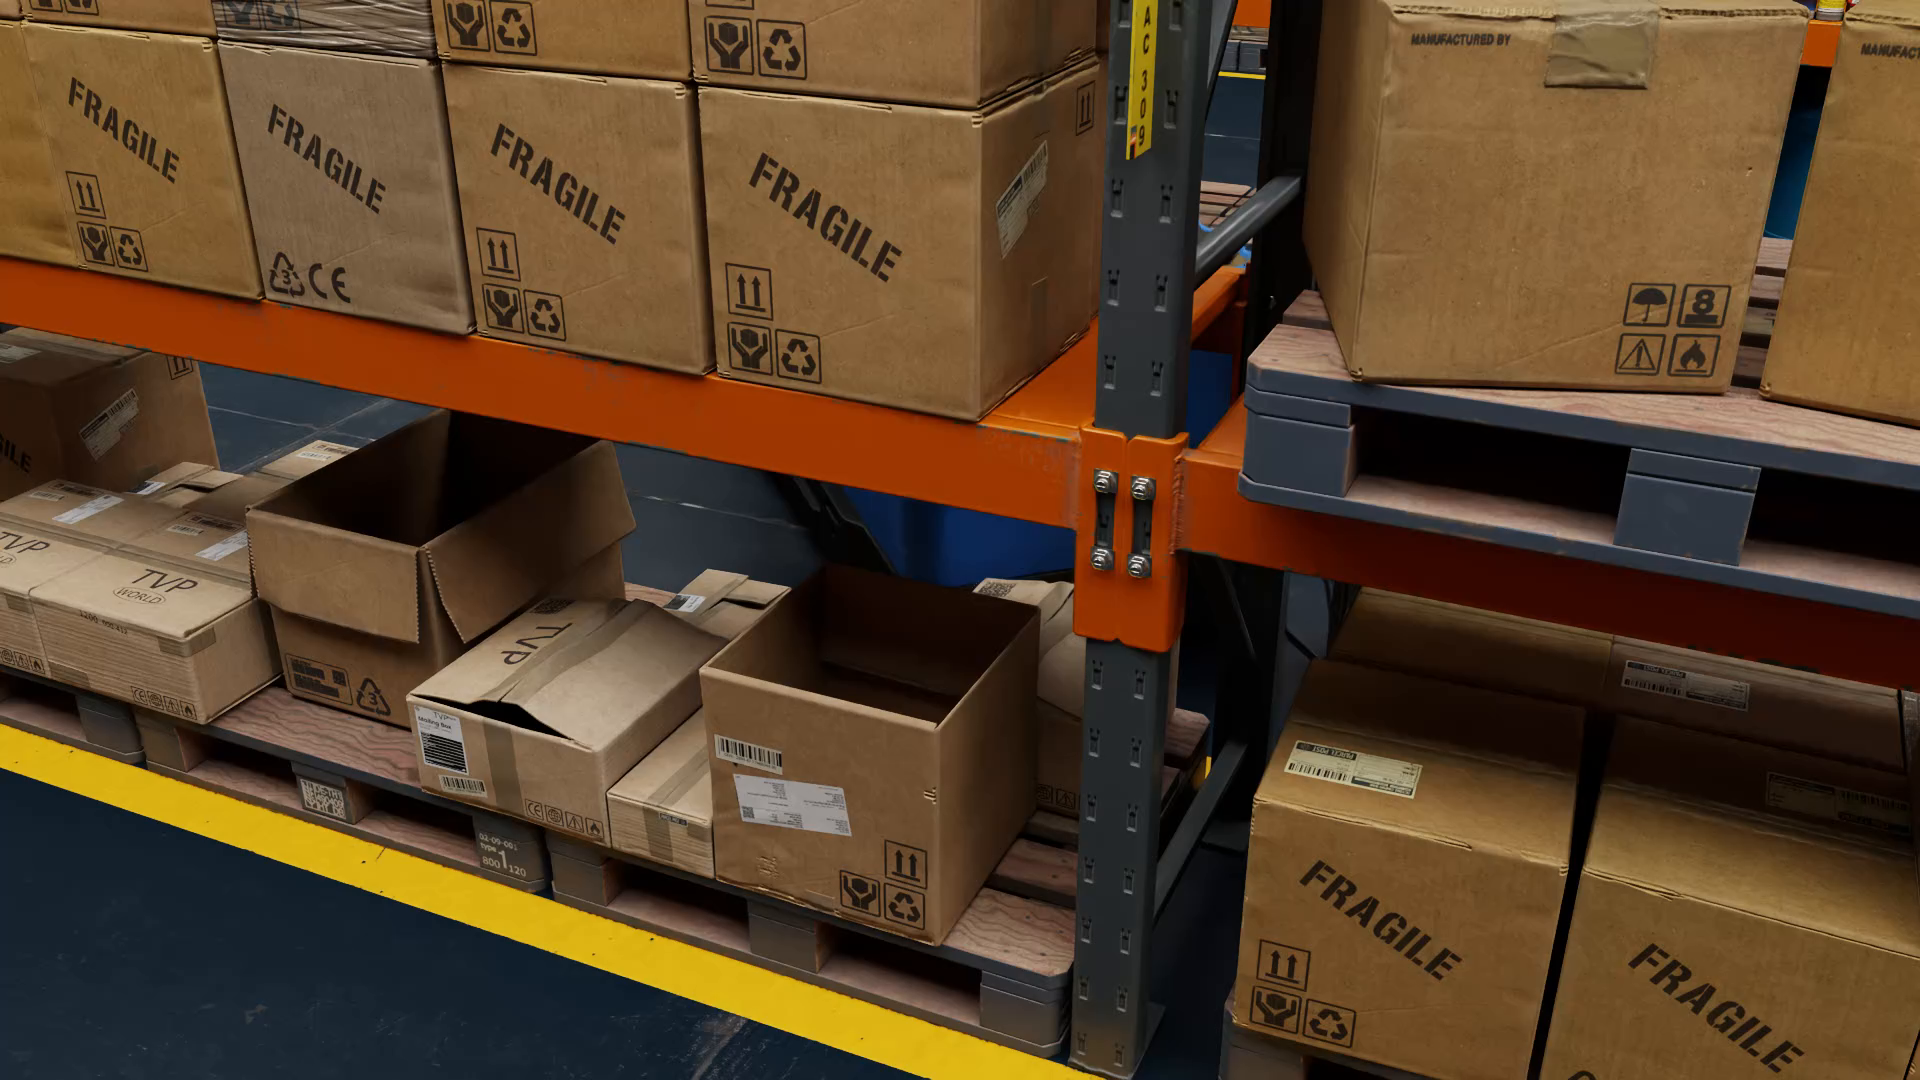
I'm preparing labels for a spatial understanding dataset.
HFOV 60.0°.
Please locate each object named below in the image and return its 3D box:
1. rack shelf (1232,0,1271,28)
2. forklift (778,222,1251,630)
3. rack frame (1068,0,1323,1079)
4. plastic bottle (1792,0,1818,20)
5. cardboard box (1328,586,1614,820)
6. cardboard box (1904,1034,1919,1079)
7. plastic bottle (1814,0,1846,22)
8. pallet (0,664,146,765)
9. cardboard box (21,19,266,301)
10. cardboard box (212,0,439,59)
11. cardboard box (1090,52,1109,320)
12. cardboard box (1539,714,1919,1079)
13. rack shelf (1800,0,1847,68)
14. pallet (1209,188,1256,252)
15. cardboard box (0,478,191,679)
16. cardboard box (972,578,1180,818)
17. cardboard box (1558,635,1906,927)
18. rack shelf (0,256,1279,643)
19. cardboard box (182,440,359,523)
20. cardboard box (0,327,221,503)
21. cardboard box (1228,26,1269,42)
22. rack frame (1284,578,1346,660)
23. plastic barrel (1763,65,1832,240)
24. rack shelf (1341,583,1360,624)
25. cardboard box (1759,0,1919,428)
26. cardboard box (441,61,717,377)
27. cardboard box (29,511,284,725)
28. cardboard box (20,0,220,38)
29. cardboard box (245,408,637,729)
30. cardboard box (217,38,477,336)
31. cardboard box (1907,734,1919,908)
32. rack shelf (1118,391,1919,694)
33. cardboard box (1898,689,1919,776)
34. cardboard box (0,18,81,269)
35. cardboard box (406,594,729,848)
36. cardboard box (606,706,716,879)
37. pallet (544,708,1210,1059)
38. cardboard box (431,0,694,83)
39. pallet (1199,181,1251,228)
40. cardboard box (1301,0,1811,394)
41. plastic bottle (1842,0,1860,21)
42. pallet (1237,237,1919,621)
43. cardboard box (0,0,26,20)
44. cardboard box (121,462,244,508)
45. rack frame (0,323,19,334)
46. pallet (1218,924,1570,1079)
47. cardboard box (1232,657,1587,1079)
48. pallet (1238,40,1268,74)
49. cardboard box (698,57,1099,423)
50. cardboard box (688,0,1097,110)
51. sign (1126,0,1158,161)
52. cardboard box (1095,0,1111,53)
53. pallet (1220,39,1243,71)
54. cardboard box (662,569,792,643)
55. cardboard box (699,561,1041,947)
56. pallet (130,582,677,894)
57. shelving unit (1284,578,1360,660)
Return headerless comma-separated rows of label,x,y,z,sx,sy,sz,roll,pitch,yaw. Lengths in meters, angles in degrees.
rack shelf,0.705,-2.557,7.863,4.000,0.370,1.077,11,28,22
forklift,-0.115,-1.599,5.180,1.130,2.935,3.031,-8,27,-17
rack frame,0.471,-0.523,2.917,0.127,3.000,1.000,11,28,22
plastic bottle,3.216,-2.120,6.305,0.097,0.271,0.097,0,26,0
cardboard box,1.039,0.376,3.423,0.500,0.500,0.500,11,28,22
cardboard box,1.753,0.774,2.613,0.500,0.500,0.500,12,29,22
plastic bottle,3.305,-2.071,6.285,0.097,0.201,0.097,0,26,0
pallet,-2.375,0.156,4.695,1.213,0.211,1.003,11,28,22
cardboard box,-1.493,-0.835,3.438,0.500,0.500,0.500,12,29,22
cardboard box,-1.022,-1.190,3.026,0.500,0.500,0.500,12,28,22
cardboard box,0.120,-0.771,3.307,0.500,0.500,0.500,12,29,23
cardboard box,1.301,0.680,2.805,0.500,0.500,0.500,12,29,23
rack shelf,4.346,-1.826,6.377,4.000,0.370,1.077,11,28,22
pallet,1.840,-1.382,7.819,1.213,0.211,1.003,11,28,22
cardboard box,-2.337,0.086,4.294,0.500,0.250,0.500,11,28,22
cardboard box,0.179,0.322,3.747,0.500,0.311,0.500,11,28,22
cardboard box,1.486,0.469,3.233,0.500,0.500,0.500,11,28,22
rack shelf,-1.349,-0.566,3.819,4.000,0.370,1.077,11,28,22
cardboard box,-1.721,-0.032,4.535,0.500,0.250,0.500,11,28,22
cardboard box,-2.573,-0.330,4.857,0.500,0.500,0.500,11,28,22
cardboard box,2.378,-4.221,12.358,0.875,0.875,0.875,11,28,22
rack frame,0.878,-0.549,3.987,0.015,2.100,0.400,-9,28,-19
plastic barrel,3.658,-1.526,6.853,0.708,0.901,0.600,11,28,22
rack shelf,1.106,0.053,4.380,0.480,0.518,0.431,-9,28,-19
cardboard box,1.462,-0.480,2.240,0.500,0.500,0.700,16,31,30
cardboard box,-0.560,-0.650,3.062,0.500,0.500,0.500,12,29,23
cardboard box,-1.882,0.178,4.108,0.500,0.250,0.500,11,28,22
cardboard box,-1.480,-1.283,3.214,0.500,0.500,0.500,11,28,21
cardboard box,-1.241,0.058,4.065,0.637,0.503,0.797,11,28,22
cardboard box,-1.028,-0.743,3.251,0.500,0.500,0.500,12,29,23
cardboard box,1.721,0.433,2.457,0.500,0.250,0.500,11,28,22
rack shelf,2.292,0.165,2.333,4.000,0.370,1.077,11,28,22
cardboard box,1.942,0.561,3.046,0.500,0.500,0.500,12,29,22
cardboard box,-1.948,-0.927,3.625,0.500,0.500,0.500,11,28,22
cardboard box,-0.847,0.358,3.672,0.500,0.311,0.500,11,28,22
cardboard box,-0.531,0.524,3.520,0.250,0.149,0.380,11,28,22
pallet,-0.153,0.602,3.789,1.213,0.211,1.003,11,28,22
cardboard box,-0.564,-1.098,2.839,0.500,0.500,0.500,11,28,21
pallet,0.725,-1.605,8.270,1.213,0.211,1.003,11,28,22
cardboard box,0.810,-0.580,2.444,0.500,0.500,0.700,2,26,4
plastic bottle,3.393,-2.053,6.248,0.097,0.201,0.097,0,26,0
pallet,1.154,-0.247,2.574,1.213,0.211,1.003,11,28,22
cardboard box,-1.943,-1.375,3.402,0.500,0.500,0.500,12,29,23
cardboard box,-2.242,-0.070,4.707,0.250,0.166,0.380,11,28,22
rack frame,-3.170,-1.255,4.403,0.127,3.000,1.000,11,28,22
pallet,1.227,0.861,3.262,1.213,0.211,1.003,11,28,22
cardboard box,0.811,0.587,2.994,0.500,0.500,0.500,10,28,19
pallet,2.801,-3.648,12.420,1.213,0.211,1.003,11,28,22
cardboard box,-0.090,-0.557,2.871,0.500,0.500,0.500,12,29,23
cardboard box,-0.096,-1.005,2.651,0.500,0.500,0.500,12,28,22
sign,0.254,-0.692,2.280,0.005,0.325,0.100,11,28,22
cardboard box,0.159,-1.216,3.079,0.500,0.500,0.500,12,29,23
pallet,1.694,-3.872,12.875,1.213,0.211,1.003,11,28,22
cardboard box,-0.613,0.232,4.092,0.250,0.166,0.380,11,28,22
cardboard box,-0.165,0.411,3.352,0.500,0.500,0.500,11,28,22
pallet,-1.268,0.379,4.241,1.213,0.211,1.003,11,28,22
shelving unit,1.107,-0.587,4.064,0.503,2.100,0.431,-9,28,-19
